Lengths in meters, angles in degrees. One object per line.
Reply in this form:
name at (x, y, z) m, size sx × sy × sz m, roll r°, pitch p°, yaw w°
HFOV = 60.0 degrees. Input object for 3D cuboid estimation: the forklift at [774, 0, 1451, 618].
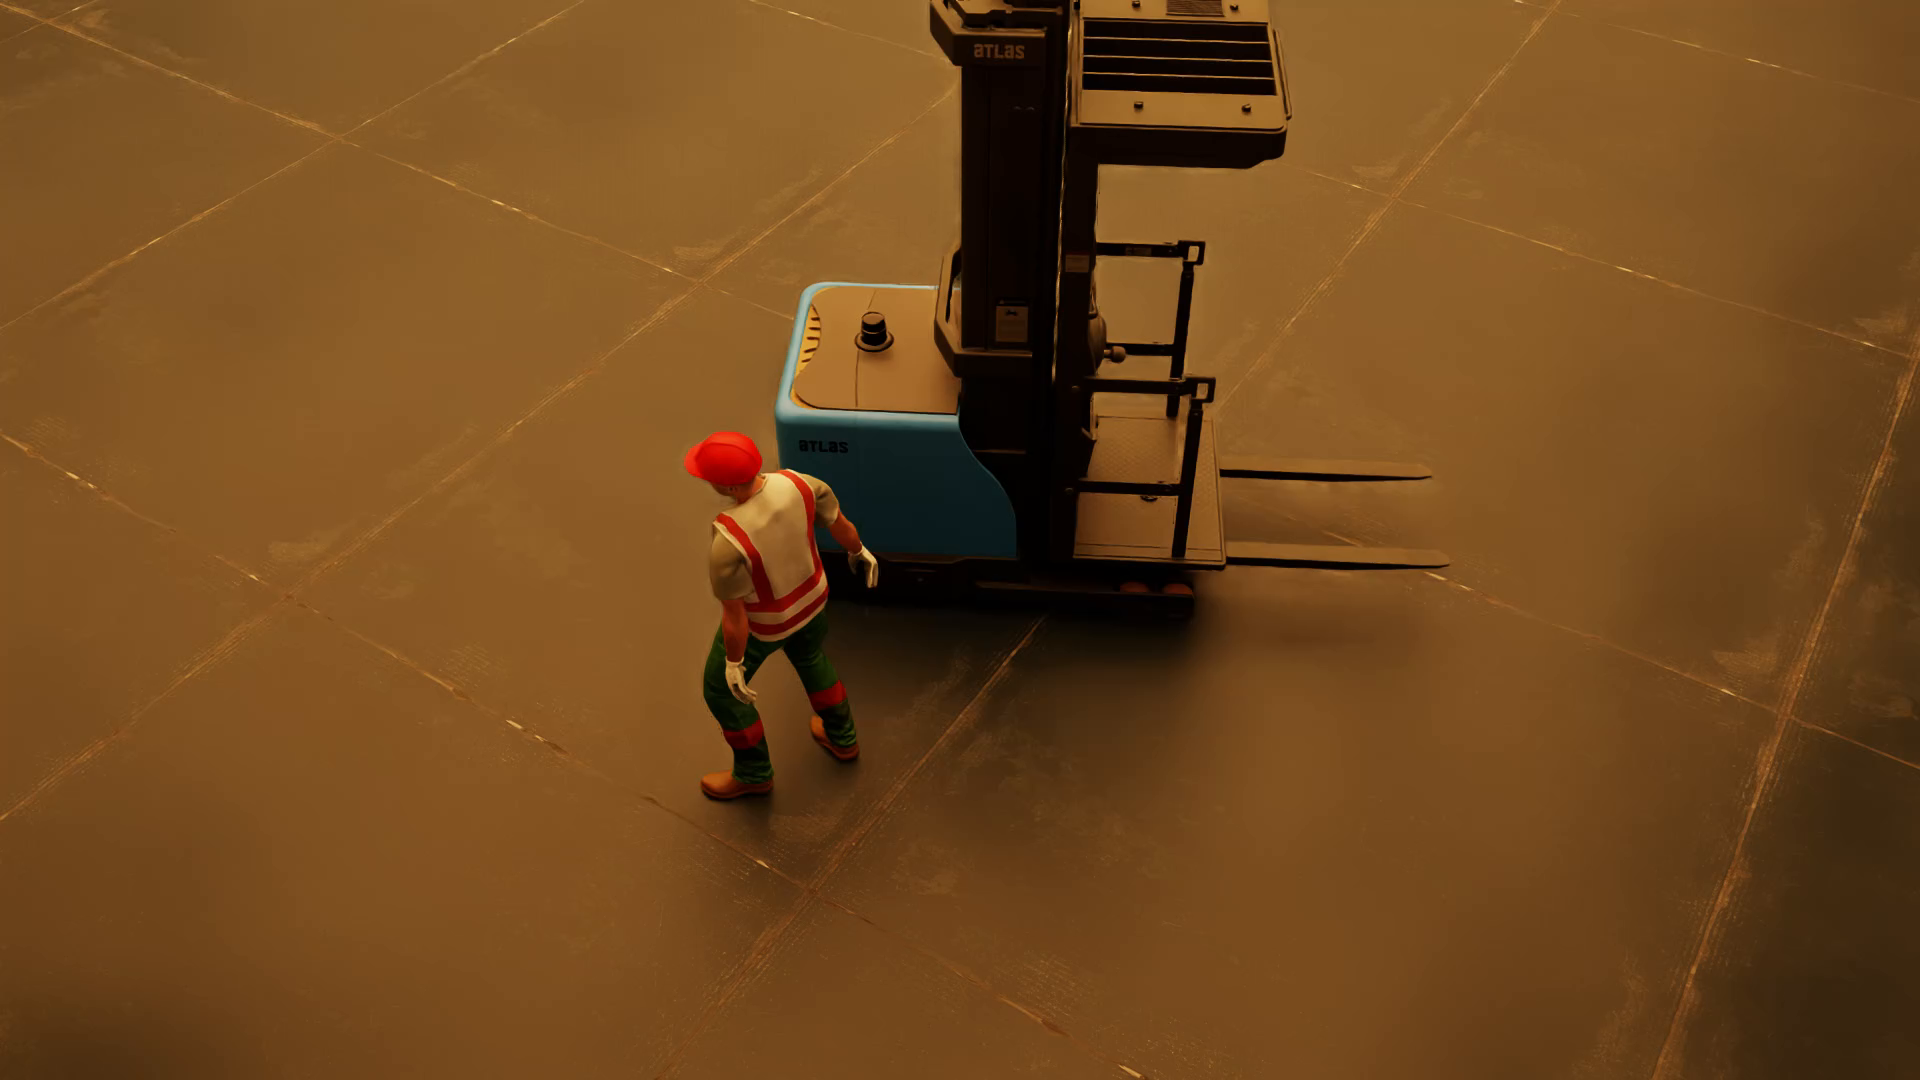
forklift at (0.735, -1.087, 6.995) m, size 3.031 × 2.935 × 1.130 m, roll 3°, pitch 44°, yaw 3°

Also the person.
person at (-0.699, 0.257, 6.471) m, size 0.465 × 1.750 × 0.868 m, roll 33°, pitch 53°, yaw 30°
